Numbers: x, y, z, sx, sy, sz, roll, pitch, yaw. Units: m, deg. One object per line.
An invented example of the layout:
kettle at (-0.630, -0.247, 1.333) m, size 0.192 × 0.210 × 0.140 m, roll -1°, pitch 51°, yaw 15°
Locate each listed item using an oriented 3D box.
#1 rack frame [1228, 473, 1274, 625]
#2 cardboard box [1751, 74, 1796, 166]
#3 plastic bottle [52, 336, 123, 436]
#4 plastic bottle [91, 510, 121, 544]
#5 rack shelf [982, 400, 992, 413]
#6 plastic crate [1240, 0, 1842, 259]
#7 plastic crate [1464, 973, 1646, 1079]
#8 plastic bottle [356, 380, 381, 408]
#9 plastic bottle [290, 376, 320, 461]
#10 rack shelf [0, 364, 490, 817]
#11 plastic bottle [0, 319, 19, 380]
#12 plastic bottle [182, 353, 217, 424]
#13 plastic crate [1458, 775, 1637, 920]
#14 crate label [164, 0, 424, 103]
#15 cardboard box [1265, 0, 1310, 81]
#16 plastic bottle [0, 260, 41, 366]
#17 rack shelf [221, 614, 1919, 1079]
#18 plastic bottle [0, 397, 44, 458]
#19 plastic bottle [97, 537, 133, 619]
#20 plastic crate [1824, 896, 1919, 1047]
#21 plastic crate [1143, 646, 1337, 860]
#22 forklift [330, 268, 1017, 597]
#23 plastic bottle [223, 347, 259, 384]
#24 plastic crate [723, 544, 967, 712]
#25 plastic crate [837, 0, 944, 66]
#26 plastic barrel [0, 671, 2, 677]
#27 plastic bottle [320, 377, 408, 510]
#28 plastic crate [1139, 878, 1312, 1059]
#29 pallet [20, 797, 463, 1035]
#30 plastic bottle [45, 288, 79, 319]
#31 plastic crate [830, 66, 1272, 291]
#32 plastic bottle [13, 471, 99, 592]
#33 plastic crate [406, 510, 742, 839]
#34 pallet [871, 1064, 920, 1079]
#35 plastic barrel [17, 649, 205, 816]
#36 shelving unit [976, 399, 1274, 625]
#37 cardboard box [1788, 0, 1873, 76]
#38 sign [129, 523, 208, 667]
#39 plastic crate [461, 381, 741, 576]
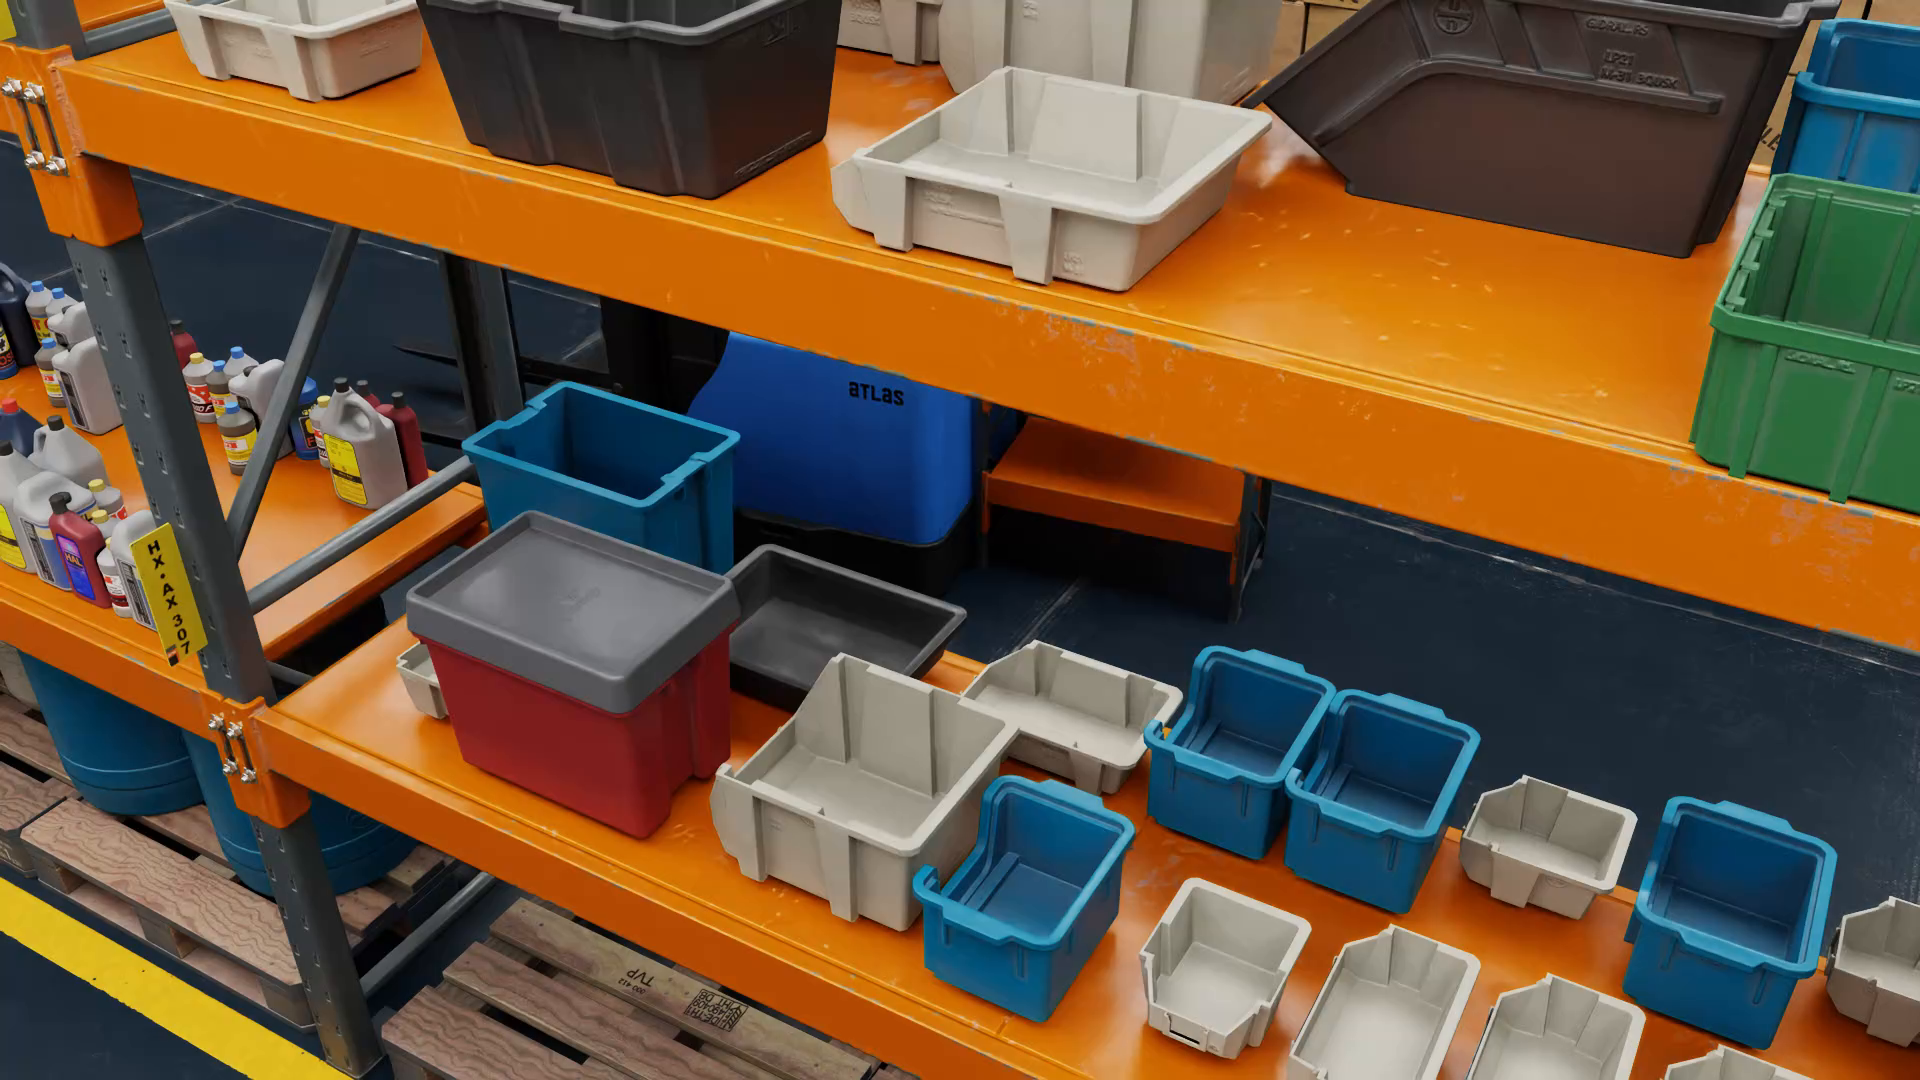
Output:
rack frame at (1.116, -0.278, 6.153) m, size 0.032 × 1.125 × 0.500 m, roll 12°, pitch 36°, yaw 17°
cardboard box at (3.086, -1.625, 6.393) m, size 0.500 × 0.500 × 0.500 m, roll 18°, pitch 38°, yaw 25°
plastic bottle at (-2.534, -0.468, 4.858) m, size 0.135 × 0.276 × 0.152 m, roll 18°, pitch 37°, yaw 24°
plastic bottle at (-2.144, 0.018, 4.196) m, size 0.097 × 0.201 × 0.097 m, roll 0°, pitch 34°, yaw 0°
rack shelf at (0.642, -0.623, 6.143) m, size 1.000 × 0.278 × 0.538 m, roll 12°, pitch 36°, yaw 17°
plastic crate at (0.841, -0.702, 2.448) m, size 0.767 × 0.338 × 0.504 m, roll 18°, pitch 37°, yaw 24°
plastic crate at (0.989, 0.934, 2.825) m, size 0.243 × 0.136 × 0.396 m, roll 18°, pitch 37°, yaw 24°
plastic bottle at (-1.664, -0.322, 4.632) m, size 0.133 × 0.283 × 0.061 m, roll 18°, pitch 37°, yaw 24°
plastic bottle at (-1.858, -0.366, 4.710) m, size 0.097 × 0.271 × 0.097 m, roll 0°, pitch 34°, yaw 0°
rack shelf at (-3.178, -0.278, 5.110) m, size 4.000 × 0.370 × 1.077 m, roll 18°, pitch 37°, yaw 24°
plastic bottle at (-2.987, -0.632, 5.109) m, size 0.097 × 0.271 × 0.097 m, roll 0°, pitch 34°, yaw 0°
plastic bottle at (-2.228, -0.455, 4.906) m, size 0.097 × 0.201 × 0.097 m, roll 0°, pitch 34°, yaw 0°
plastic crate at (1.154, 0.617, 3.302) m, size 0.298 × 0.136 × 0.250 m, roll 18°, pitch 37°, yaw 24°
crate label at (-1.160, -0.893, 2.916) m, size 0.466 × 0.136 × 0.293 m, roll 18°, pitch 37°, yaw 24°
cardboard box at (1.327, -2.180, 7.228) m, size 0.500 × 0.500 × 0.500 m, roll 19°, pitch 38°, yaw 26°
plastic bottle at (-2.965, -0.735, 5.192) m, size 0.185 × 0.351 × 0.144 m, roll 18°, pitch 37°, yaw 24°
rack shelf at (0.295, 0.822, 3.458) m, size 4.000 × 0.370 × 1.077 m, roll 18°, pitch 37°, yaw 24°
plastic bottle at (-2.491, -0.222, 4.422) m, size 0.185 × 0.351 × 0.144 m, roll 18°, pitch 37°, yaw 24°
plastic bottle at (-2.058, 0.084, 4.097) m, size 0.097 × 0.201 × 0.097 m, roll 0°, pitch 34°, yaw 0°
plastic crate at (1.743, 0.803, 3.021) m, size 0.298 × 0.136 × 0.250 m, roll 18°, pitch 37°, yaw 24°
plastic crate at (0.577, 0.446, 3.470) m, size 0.300 × 0.233 × 0.416 m, roll 18°, pitch 37°, yaw 24°
forklift at (-1.309, -1.491, 6.345) m, size 3.031 × 2.935 × 1.130 m, roll 12°, pitch 36°, yaw 17°
plastic bottle at (-2.059, -0.430, 4.806) m, size 0.097 × 0.271 × 0.097 m, roll 0°, pitch 34°, yaw 0°
plastic crate at (-0.336, 0.241, 3.876) m, size 0.590 × 0.125 × 0.437 m, roll 18°, pitch 37°, yaw 24°
plastic crate at (-0.148, -0.999, 3.076) m, size 0.466 × 0.136 × 0.293 m, roll 18°, pitch 37°, yaw 24°
plastic barrel at (-3.501, 0.138, 5.633) m, size 0.708 × 0.588 × 0.600 m, roll 18°, pitch 37°, yaw 24°
plastic bottle at (-1.621, -0.271, 4.495) m, size 0.185 × 0.351 × 0.144 m, roll 18°, pitch 37°, yaw 24°
plastic crate at (0.469, 0.796, 3.032) m, size 0.250 × 0.136 × 0.298 m, roll 18°, pitch 37°, yaw 24°
pallet at (-2.091, 0.901, 5.206) m, size 1.213 × 0.211 × 1.003 m, roll 18°, pitch 37°, yaw 24°
plastic bottle at (-2.747, -0.648, 5.133) m, size 0.097 × 0.271 × 0.097 m, roll 0°, pitch 34°, yaw 0°
plastic crate at (0.114, -0.515, 2.349) m, size 0.530 × 0.136 × 0.437 m, roll 18°, pitch 37°, yaw 24°
plastic bottle at (-2.261, -0.029, 4.199) m, size 0.135 × 0.276 × 0.152 m, roll 18°, pitch 37°, yaw 24°
plastic crate at (-0.791, 0.287, 3.500) m, size 0.583 × 0.464 × 0.402 m, roll 18°, pitch 37°, yaw 24°
pallet at (0.280, 1.652, 4.079) m, size 1.213 × 0.211 × 1.003 m, roll 18°, pitch 37°, yaw 24°
plastic barrel at (-2.520, 0.319, 5.079) m, size 0.708 × 0.901 × 0.600 m, roll 18°, pitch 37°, yaw 24°
shelving unit at (0.642, -0.380, 6.305) m, size 1.048 × 1.125 × 0.538 m, roll 12°, pitch 36°, yaw 17°
cardboard box at (3.078, -2.037, 6.110) m, size 0.500 × 0.500 × 0.500 m, roll 19°, pitch 38°, yaw 26°
sign at (-1.716, 0.122, 3.611) m, size 0.005 × 0.325 × 0.100 m, roll 18°, pitch 37°, yaw 24°
plastic crate at (-0.867, -0.081, 4.126) m, size 0.575 × 0.384 × 0.392 m, roll 18°, pitch 37°, yaw 24°
